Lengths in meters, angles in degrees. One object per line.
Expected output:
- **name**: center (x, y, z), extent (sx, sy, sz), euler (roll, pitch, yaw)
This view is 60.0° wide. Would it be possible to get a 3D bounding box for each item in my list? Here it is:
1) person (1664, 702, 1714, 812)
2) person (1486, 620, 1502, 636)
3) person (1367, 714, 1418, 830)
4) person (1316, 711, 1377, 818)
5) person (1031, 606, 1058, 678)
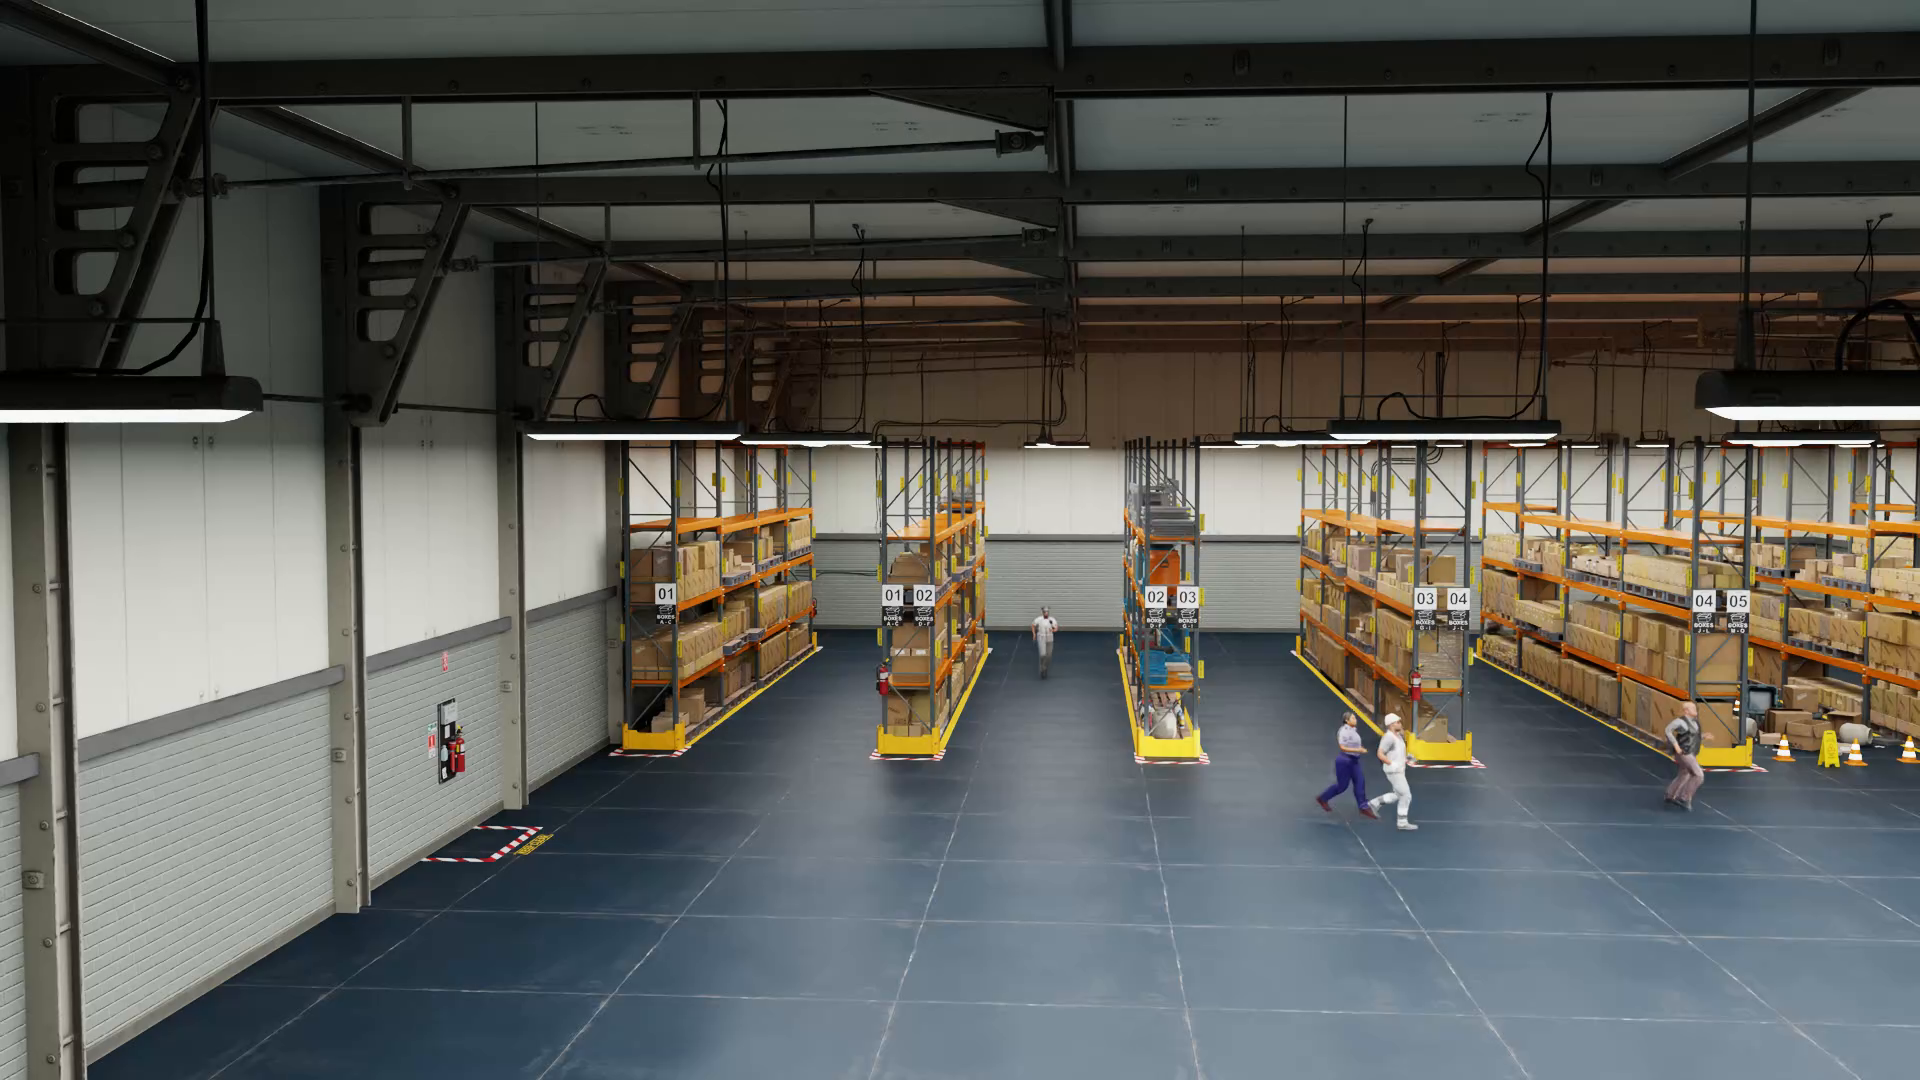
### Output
- **person**: center (11.630, 3.461, 26.541), extent (0.627, 1.763, 0.739), euler (-3, 4, -45)
- **person**: center (15.292, 2.308, 47.615), extent (0.676, 1.725, 0.709), euler (1, 3, 10)
- **person**: center (6.545, 3.500, 25.173), extent (0.786, 1.750, 0.663), euler (2, 3, 27)
- **person**: center (6.040, 3.496, 25.961), extent (0.940, 1.654, 0.609), euler (2, 4, 31)
- **person**: center (2.168, 2.591, 42.193), extent (0.632, 1.853, 0.775), euler (-1, 3, -10)
